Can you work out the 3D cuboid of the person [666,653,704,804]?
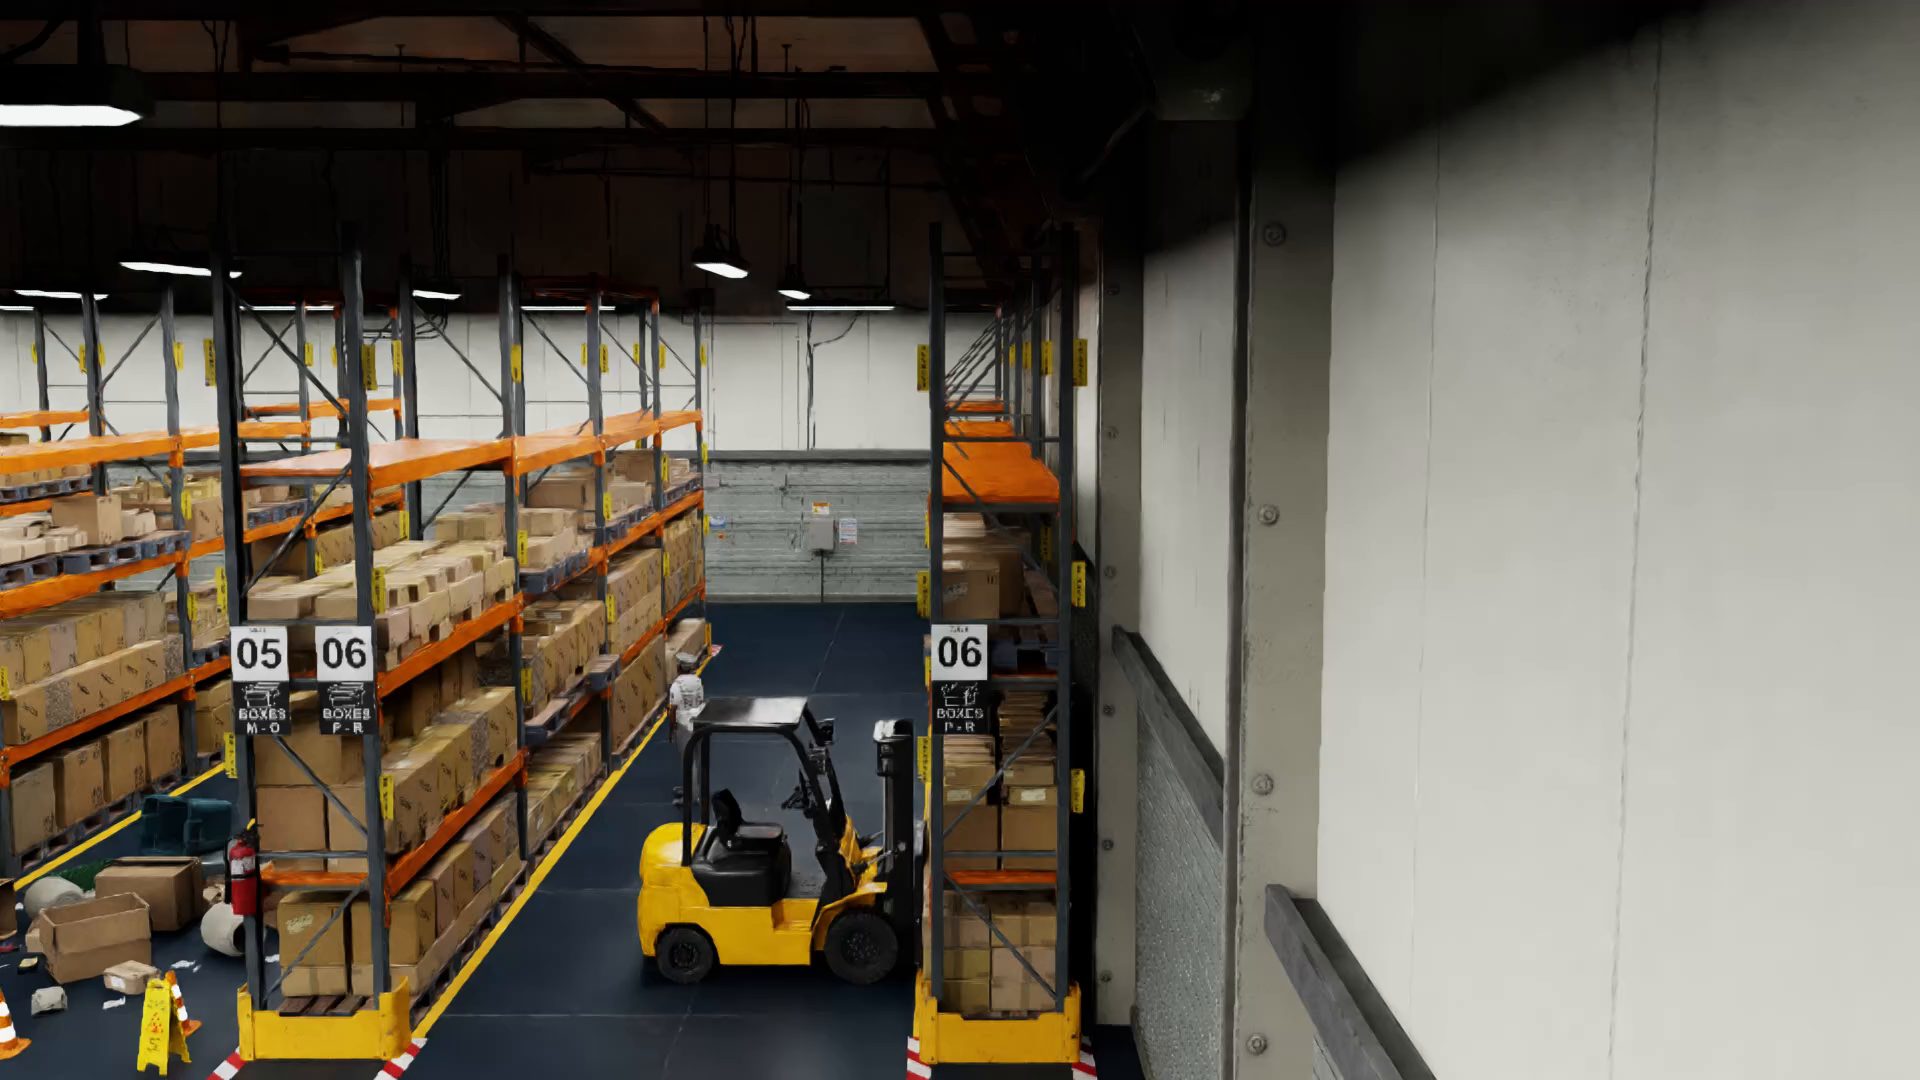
[{"bbox_3d":[-3.128,2.122,18.940,0.551,1.665,0.574,4,8,32],"label":"person"}]
